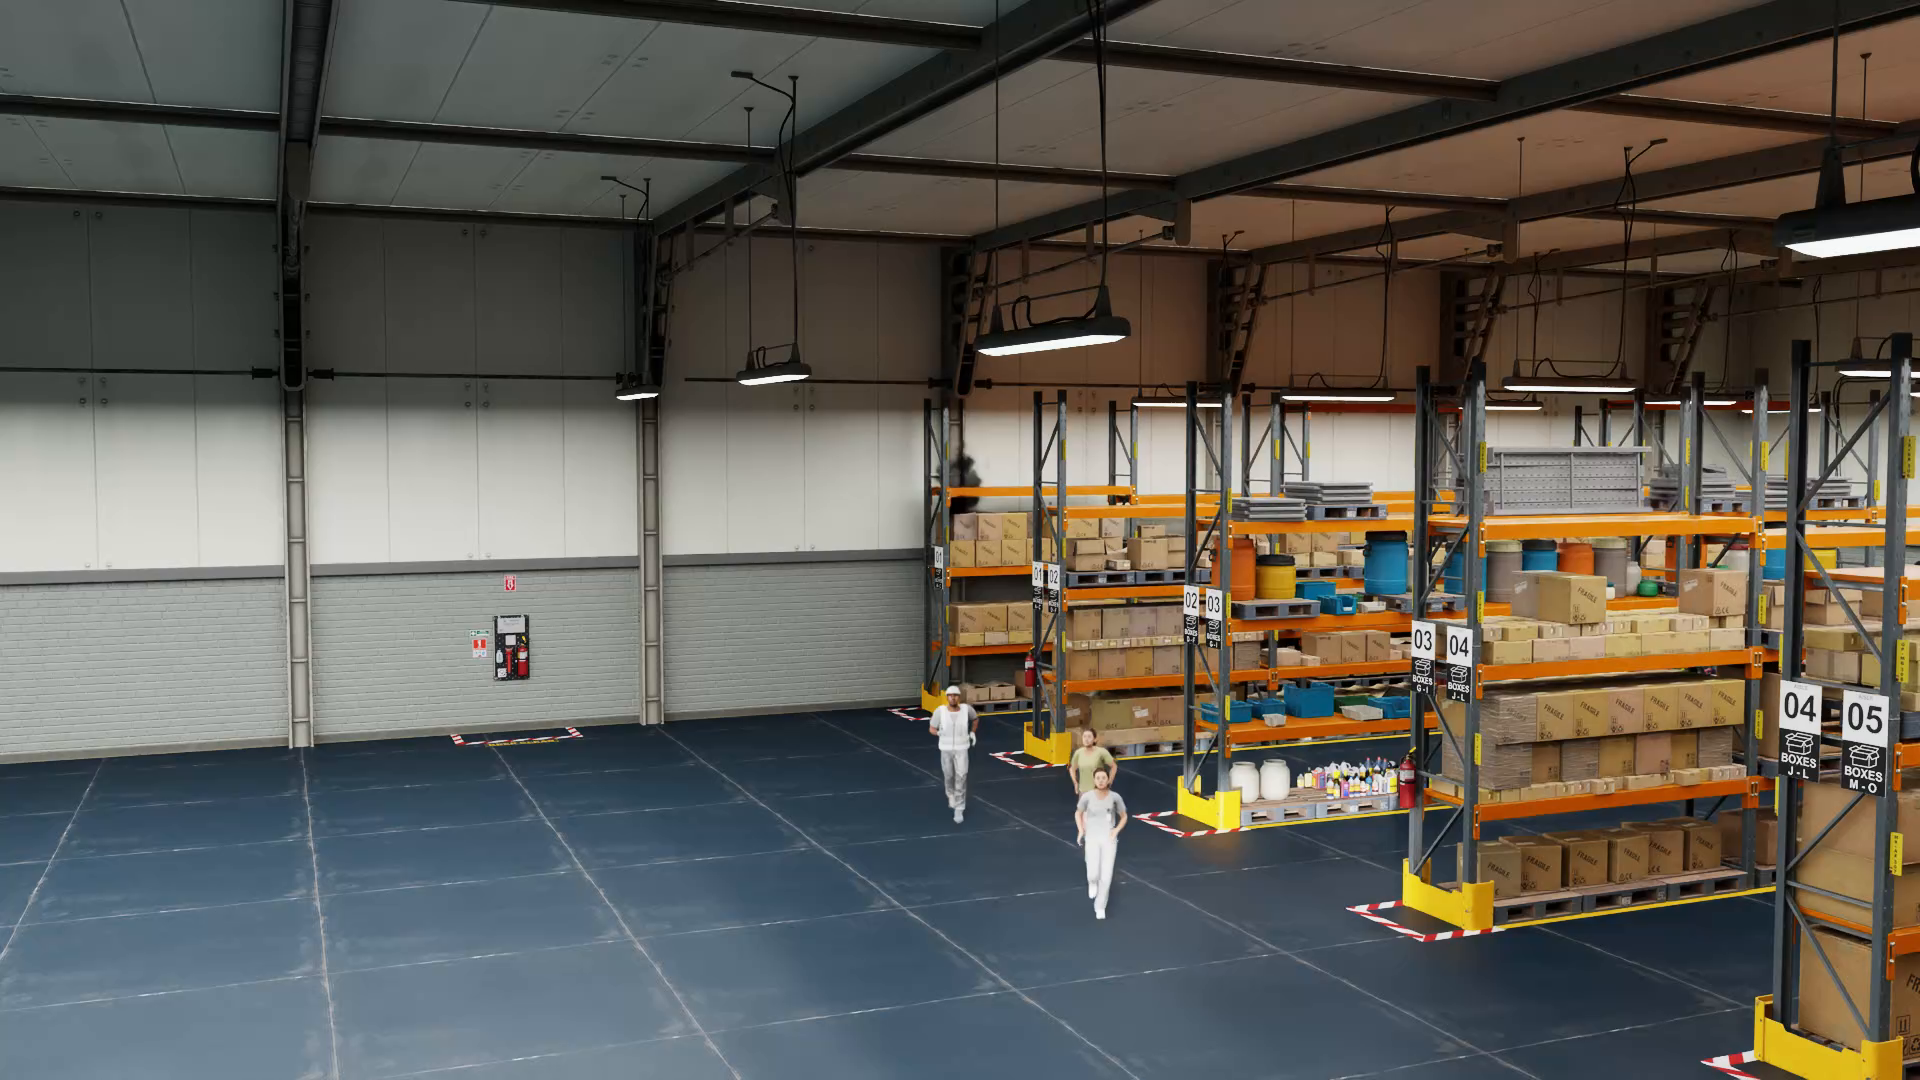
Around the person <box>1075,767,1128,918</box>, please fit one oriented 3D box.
[{"bbox_3d":[1.547,3.291,18.191,0.581,1.621,0.561,0,3,6],"label":"person"}]

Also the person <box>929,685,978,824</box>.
[{"bbox_3d":[-0.099,2.909,22.942,0.653,1.819,0.928,0,3,3],"label":"person"}]

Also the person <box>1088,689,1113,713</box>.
[{"bbox_3d":[2.539,2.586,29.580,0.716,1.729,0.542,-2,4,-27],"label":"person"}]

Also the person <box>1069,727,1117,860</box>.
[{"bbox_3d":[1.656,3.131,20.697,0.588,1.638,0.630,1,4,18],"label":"person"}]
